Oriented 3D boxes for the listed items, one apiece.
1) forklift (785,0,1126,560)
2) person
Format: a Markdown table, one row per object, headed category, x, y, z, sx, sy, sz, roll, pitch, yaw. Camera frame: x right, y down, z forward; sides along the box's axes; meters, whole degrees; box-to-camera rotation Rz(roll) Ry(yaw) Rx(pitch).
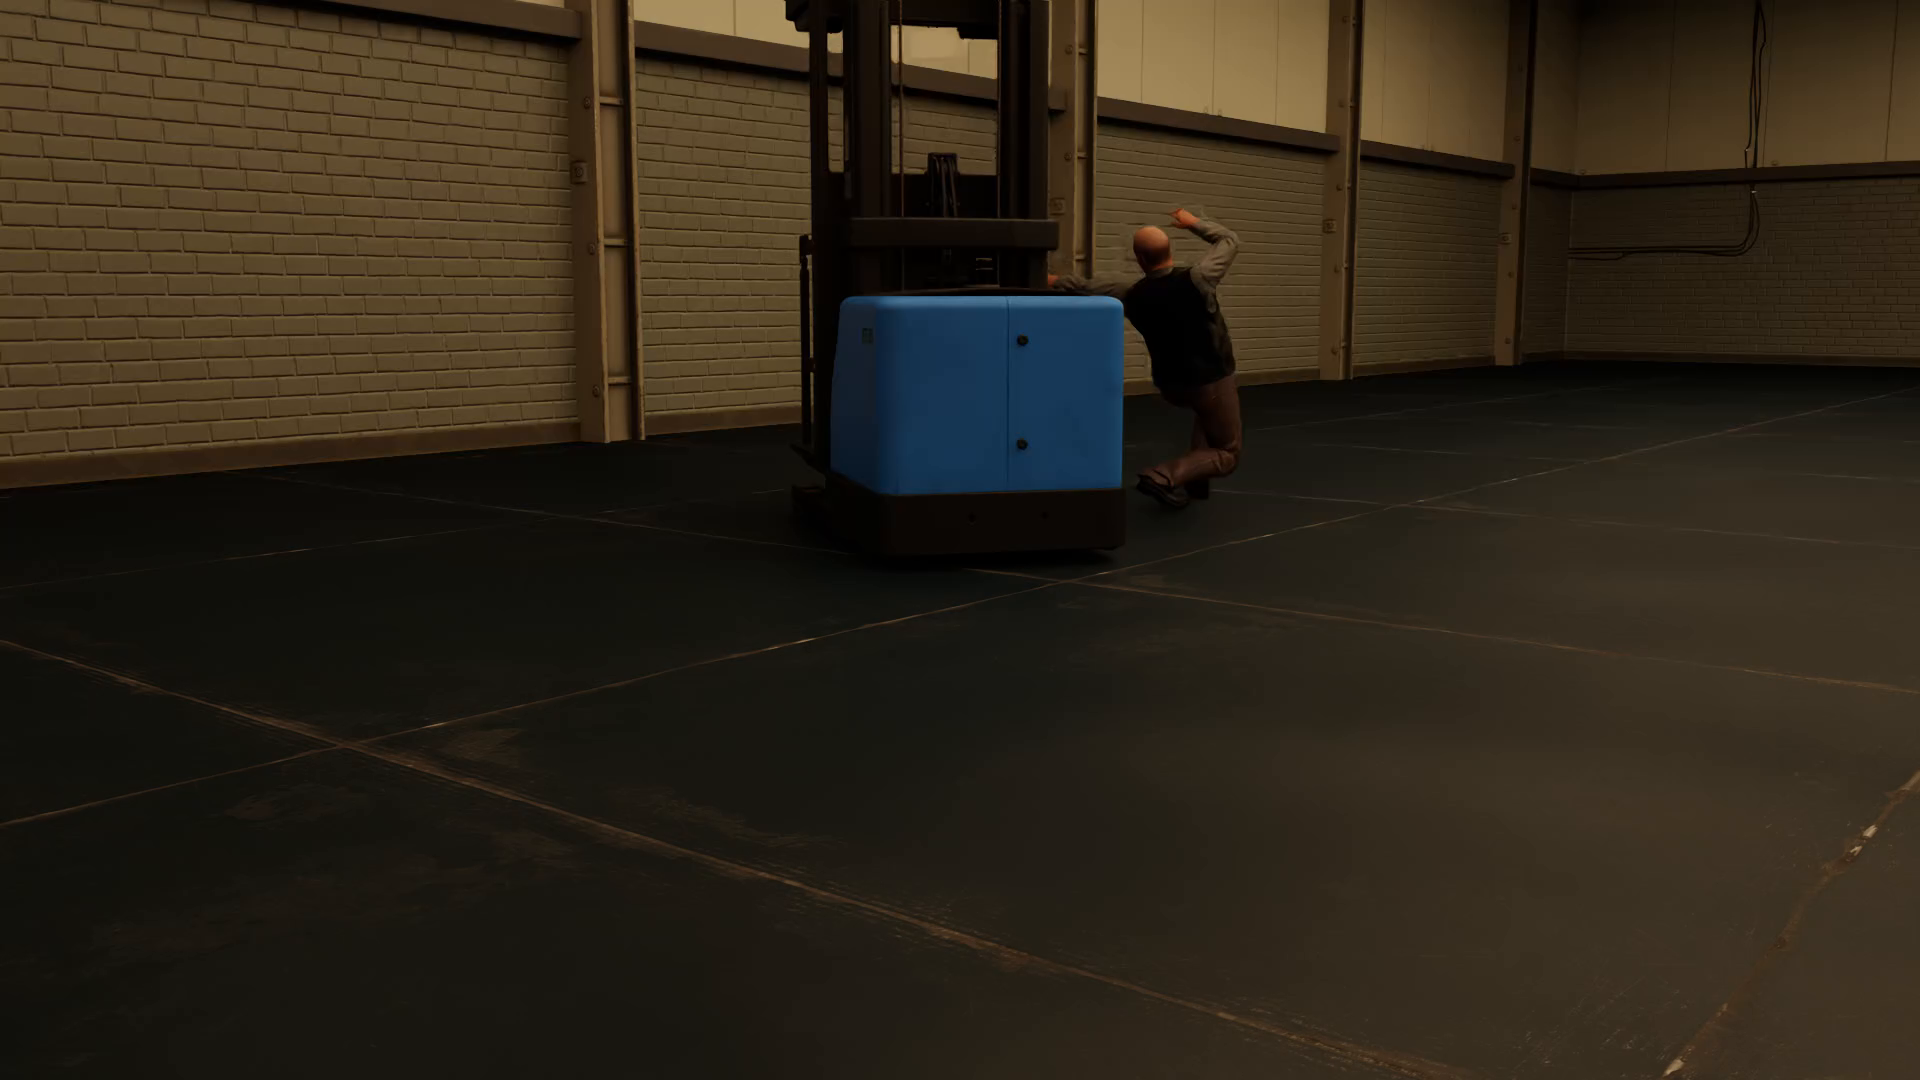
| category | x | y | z | sx | sy | sz | roll | pitch | yaw |
| --- | --- | --- | --- | --- | --- | --- | --- | --- | --- |
| forklift | -0.201 | -1.543 | 7.830 | 1.130 | 2.935 | 3.031 | -2 | 9 | -15 |
| person | 0.978 | -0.942 | 8.695 | 0.739 | 1.541 | 1.064 | -8 | 11 | -42 |
